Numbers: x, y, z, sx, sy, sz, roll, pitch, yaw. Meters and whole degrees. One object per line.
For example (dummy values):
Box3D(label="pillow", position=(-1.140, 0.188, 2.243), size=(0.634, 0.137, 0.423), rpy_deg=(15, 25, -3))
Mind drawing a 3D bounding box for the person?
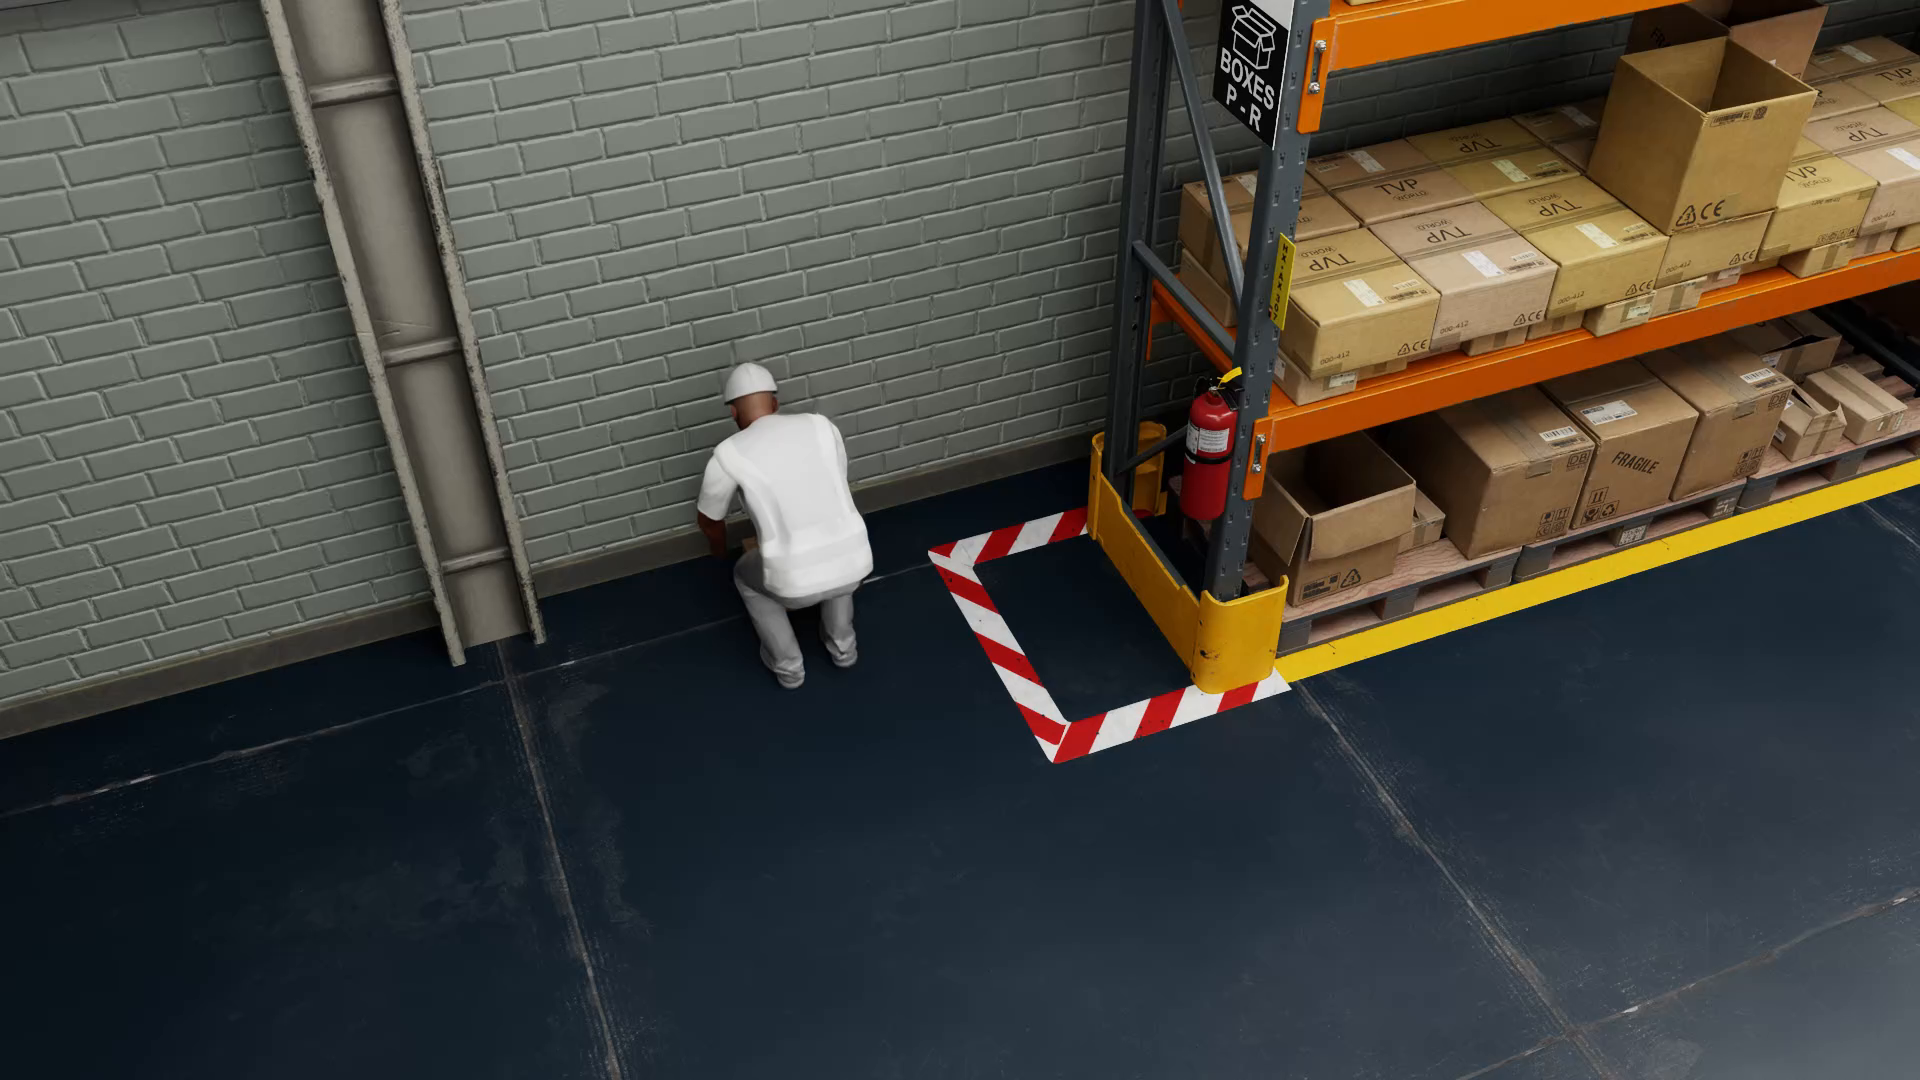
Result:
Box3D(label="person", position=(-0.685, -0.013, 6.545), size=(0.625, 1.253, 0.828), rpy_deg=(-15, 44, -17))
